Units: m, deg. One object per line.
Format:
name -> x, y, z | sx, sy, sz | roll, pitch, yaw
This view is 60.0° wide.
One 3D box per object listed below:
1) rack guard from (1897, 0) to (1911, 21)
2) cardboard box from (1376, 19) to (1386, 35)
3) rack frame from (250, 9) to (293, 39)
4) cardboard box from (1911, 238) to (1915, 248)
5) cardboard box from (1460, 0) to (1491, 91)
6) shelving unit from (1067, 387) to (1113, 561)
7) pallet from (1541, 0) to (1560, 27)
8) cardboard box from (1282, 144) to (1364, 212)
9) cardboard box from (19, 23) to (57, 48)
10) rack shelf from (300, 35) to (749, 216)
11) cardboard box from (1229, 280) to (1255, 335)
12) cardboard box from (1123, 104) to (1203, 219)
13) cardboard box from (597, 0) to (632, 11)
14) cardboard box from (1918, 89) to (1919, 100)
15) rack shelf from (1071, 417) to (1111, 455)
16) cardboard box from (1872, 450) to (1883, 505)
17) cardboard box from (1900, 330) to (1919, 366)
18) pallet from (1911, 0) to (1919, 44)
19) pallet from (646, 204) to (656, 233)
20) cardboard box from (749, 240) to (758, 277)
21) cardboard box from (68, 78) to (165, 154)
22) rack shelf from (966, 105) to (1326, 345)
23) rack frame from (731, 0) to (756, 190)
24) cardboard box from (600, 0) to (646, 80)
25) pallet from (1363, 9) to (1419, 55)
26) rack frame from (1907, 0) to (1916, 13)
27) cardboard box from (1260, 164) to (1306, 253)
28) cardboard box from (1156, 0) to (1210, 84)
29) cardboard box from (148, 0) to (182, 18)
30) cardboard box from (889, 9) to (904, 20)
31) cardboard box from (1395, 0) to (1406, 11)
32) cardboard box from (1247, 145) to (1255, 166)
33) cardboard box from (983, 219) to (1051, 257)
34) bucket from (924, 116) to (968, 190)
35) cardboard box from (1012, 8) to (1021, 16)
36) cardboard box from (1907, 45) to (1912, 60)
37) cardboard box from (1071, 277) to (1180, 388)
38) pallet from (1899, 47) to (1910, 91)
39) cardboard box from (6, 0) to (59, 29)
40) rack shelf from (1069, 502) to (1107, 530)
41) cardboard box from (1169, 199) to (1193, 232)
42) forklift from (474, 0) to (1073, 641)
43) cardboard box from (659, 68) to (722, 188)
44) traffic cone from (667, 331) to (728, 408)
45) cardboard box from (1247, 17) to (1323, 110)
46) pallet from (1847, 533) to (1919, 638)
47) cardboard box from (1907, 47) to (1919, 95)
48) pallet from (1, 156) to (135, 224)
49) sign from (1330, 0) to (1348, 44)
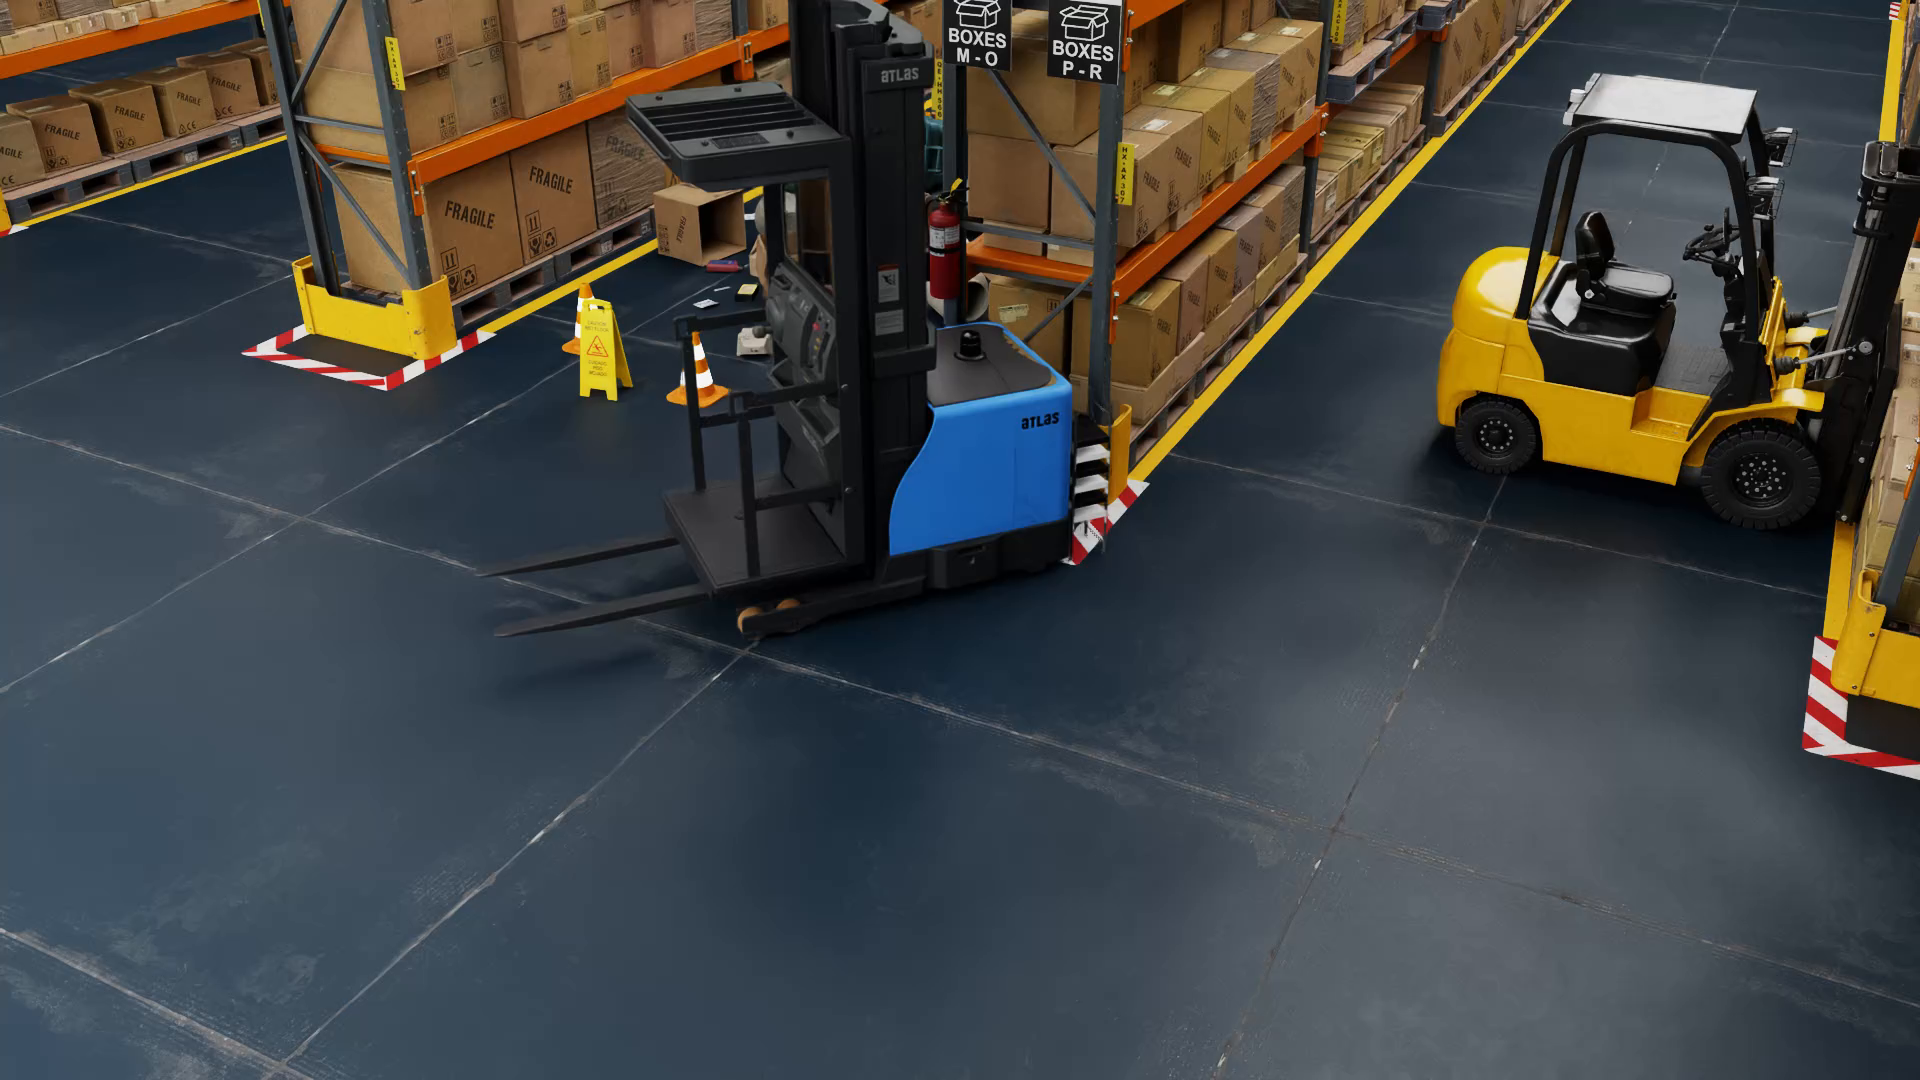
rack guard -> 12.051, -6.515, 20.092 | 1.175, 0.500, 0.348 | 14, 33, 23
cardboard box -> 3.183, -4.149, 13.293 | 0.380, 0.149, 0.250 | 15, 33, 24
rack frame -> -6.623, -5.685, 16.138 | 1.000, 3.000, 0.127 | 14, 33, 23
cardboard box -> 7.207, -2.041, 11.755 | 0.875, 0.625, 0.625 | 14, 33, 23
cardboard box -> 4.819, -5.153, 16.922 | 0.875, 0.875, 0.875 | 15, 33, 24
shelving unit -> 0.653, -0.348, 8.953 | 0.210, 0.900, 0.258 | -12, 32, -20
pallet -> 6.814, -6.636, 20.594 | 1.003, 0.211, 1.213 | 14, 33, 23
cardboard box -> 2.760, -3.032, 13.735 | 0.950, 0.372, 0.625 | 16, 34, 26
cardboard box -> -7.750, -4.204, 13.812 | 0.380, 0.149, 0.250 | 14, 33, 23
rack shelf -> -3.165, -3.316, 12.735 | 1.077, 0.370, 4.000 | 14, 33, 23
cardboard box -> 1.699, -1.641, 11.435 | 0.500, 0.250, 0.500 | 15, 33, 24
cardboard box -> 1.072, -2.213, 9.693 | 0.500, 0.500, 0.500 | 15, 33, 25
cardboard box -> -2.968, -4.414, 12.690 | 0.875, 0.550, 0.550 | 14, 33, 23
cardboard box -> 8.537, -3.870, 14.413 | 0.380, 0.149, 0.250 | 13, 32, 21
rack shelf -> 0.653, -0.554, 8.835 | 0.200, 0.077, 0.258 | -12, 32, -20
cardboard box -> 4.978, -0.252, 8.515 | 0.500, 0.250, 0.500 | 14, 33, 23
cardboard box -> 5.415, -0.914, 9.165 | 0.500, 0.250, 0.500 | 14, 33, 22
pallet -> 8.687, -4.319, 13.951 | 1.213, 0.211, 1.003 | 14, 33, 23
pallet -> -2.670, -2.986, 14.238 | 1.003, 0.211, 1.213 | 14, 33, 23
cardboard box -> -1.397, -2.150, 12.726 | 0.396, 0.266, 0.258 | 21, 36, 32
cardboard box -> -7.602, -3.829, 14.994 | 0.500, 0.500, 0.500 | 18, 34, 28
rack shelf -> 1.287, -2.238, 10.858 | 1.077, 0.370, 4.000 | 14, 33, 23
rack frame -> -2.254, -4.515, 14.100 | 1.000, 3.000, 0.127 | 14, 33, 23
cardboard box -> -2.993, -3.952, 12.969 | 0.875, 0.550, 0.550 | 14, 33, 23
pallet -> 3.155, -4.240, 13.814 | 1.003, 0.211, 1.213 | 14, 33, 23
rack frame -> 12.086, -7.632, 19.528 | 1.000, 3.000, 0.127 | 14, 33, 23
cardboard box -> 2.168, -2.429, 12.053 | 0.500, 0.500, 0.500 | 14, 33, 23
cardboard box -> 1.144, -3.207, 10.420 | 0.700, 0.500, 0.500 | 14, 33, 23
cardboard box -> -7.156, -4.752, 14.766 | 0.380, 0.149, 0.250 | 14, 33, 23
cardboard box -> -1.185, -4.857, 16.533 | 1.050, 0.750, 0.750 | 15, 33, 24
cardboard box -> 3.357, -4.602, 13.432 | 0.500, 0.500, 0.500 | 13, 32, 21
cardboard box -> 1.720, -2.558, 10.945 | 0.380, 0.149, 0.250 | 14, 33, 22
cardboard box -> 0.356, -1.769, 9.571 | 0.380, 0.149, 0.250 | 15, 33, 25
bucket -> -0.264, -3.171, 13.521 | 0.620, 0.611, 0.726 | -14, 31, -42
cardboard box -> 0.343, -5.866, 18.541 | 0.500, 0.500, 0.500 | 15, 33, 24
cardboard box -> 10.256, -5.118, 17.592 | 0.380, 0.149, 0.250 | 13, 32, 22
cardboard box -> 1.000, -1.284, 10.060 | 0.500, 0.500, 0.500 | 13, 32, 22
pallet -> 10.577, -4.954, 17.665 | 1.003, 0.211, 1.213 | 14, 33, 23
cardboard box -> -8.050, -4.571, 13.798 | 0.875, 0.500, 0.500 | 14, 33, 23
rack shelf -> 0.653, -0.163, 9.059 | 0.200, 0.077, 0.258 | -12, 32, -20
cardboard box -> 1.167, -1.975, 9.929 | 0.380, 0.149, 0.250 | 15, 33, 24
forklift -> -0.971, -1.064, 8.160 | 3.031, 2.935, 1.130 | -12, 32, -20
cardboard box -> -2.603, -3.513, 14.067 | 0.875, 0.875, 0.875 | 15, 33, 24
traffic cone -> -1.719, -1.148, 10.784 | 0.336, 0.463, 0.334 | 14, 33, 23
cardboard box -> 2.218, -3.356, 11.682 | 0.500, 0.500, 0.500 | 13, 32, 22
pallet -> 5.108, 0.321, 8.478 | 1.003, 0.211, 1.213 | 14, 33, 23
cardboard box -> 9.609, -4.555, 16.259 | 0.500, 0.500, 0.500 | 14, 33, 23
pallet -> -8.009, -3.088, 14.416 | 1.003, 0.211, 1.213 | 14, 33, 23
sign -> 2.685, -3.693, 11.799 | 0.100, 0.325, 0.005 | 14, 33, 23
